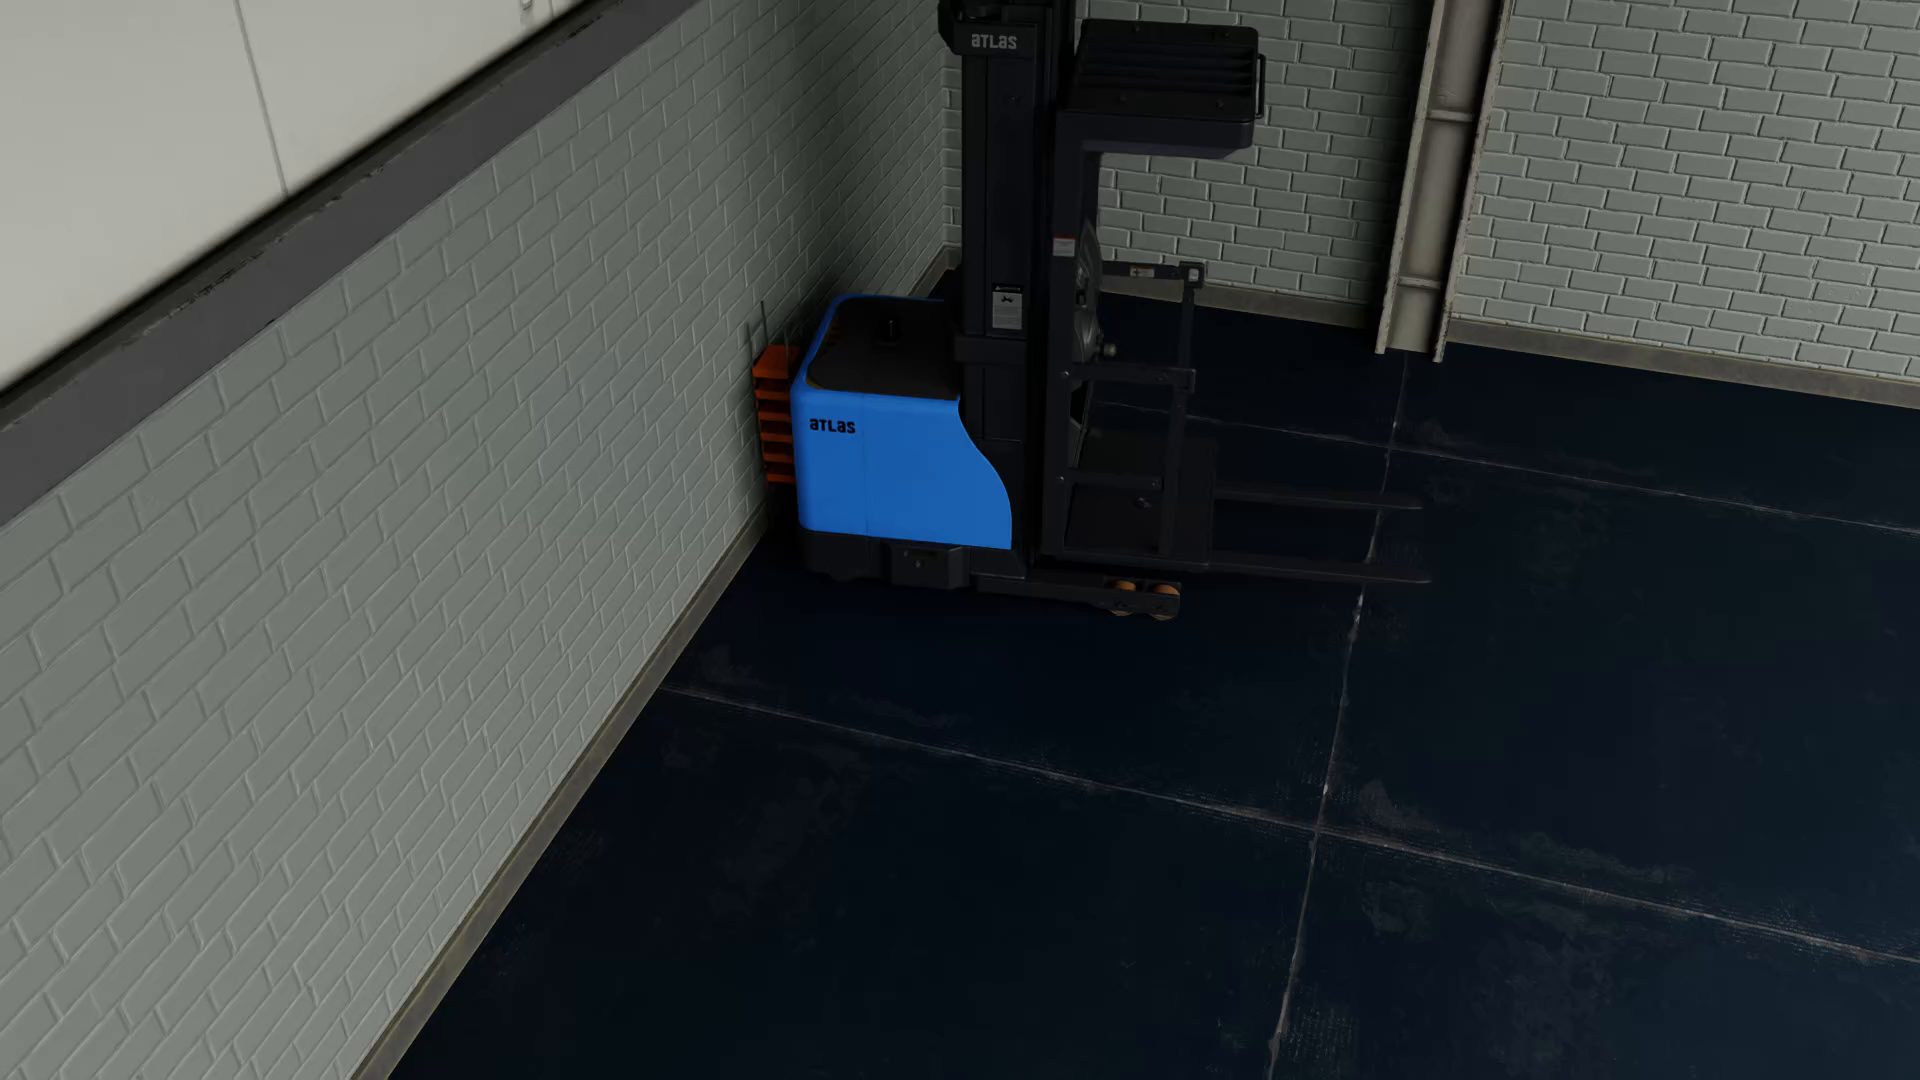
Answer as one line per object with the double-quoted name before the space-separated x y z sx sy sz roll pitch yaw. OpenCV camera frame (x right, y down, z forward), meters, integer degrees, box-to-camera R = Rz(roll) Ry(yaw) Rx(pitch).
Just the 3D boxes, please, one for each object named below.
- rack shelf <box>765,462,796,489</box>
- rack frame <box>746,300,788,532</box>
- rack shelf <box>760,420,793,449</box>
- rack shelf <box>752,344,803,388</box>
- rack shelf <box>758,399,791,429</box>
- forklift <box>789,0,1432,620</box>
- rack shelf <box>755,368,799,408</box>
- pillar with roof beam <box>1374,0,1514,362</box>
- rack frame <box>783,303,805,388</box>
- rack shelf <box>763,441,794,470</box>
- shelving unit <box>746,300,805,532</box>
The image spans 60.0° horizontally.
"rack shelf" -0.851 -0.355 8.380 0.180 0.103 0.258 6 37 12
"rack frame" -0.950 -0.595 8.232 0.006 1.200 0.240 6 37 12
"rack shelf" -0.860 -0.550 8.239 0.180 0.103 0.258 6 37 12
"rack shelf" -0.872 -0.841 8.028 0.180 0.103 0.258 6 37 12
"rack shelf" -0.864 -0.647 8.169 0.180 0.103 0.258 6 37 12
"forklift" 0.767 -1.141 7.513 3.031 2.935 1.130 5 37 7
"rack shelf" -0.868 -0.744 8.098 0.180 0.103 0.258 6 37 12
"pillar with roof beam" 1.431 -2.363 4.054 0.400 9.000 9.100 10 38 14
"rack frame" -0.772 -0.576 8.194 0.006 1.200 0.240 6 37 12
"rack shelf" -0.855 -0.452 8.309 0.180 0.103 0.258 6 37 12
"shelving unit" -0.861 -0.586 8.213 0.189 1.200 0.258 6 37 12
